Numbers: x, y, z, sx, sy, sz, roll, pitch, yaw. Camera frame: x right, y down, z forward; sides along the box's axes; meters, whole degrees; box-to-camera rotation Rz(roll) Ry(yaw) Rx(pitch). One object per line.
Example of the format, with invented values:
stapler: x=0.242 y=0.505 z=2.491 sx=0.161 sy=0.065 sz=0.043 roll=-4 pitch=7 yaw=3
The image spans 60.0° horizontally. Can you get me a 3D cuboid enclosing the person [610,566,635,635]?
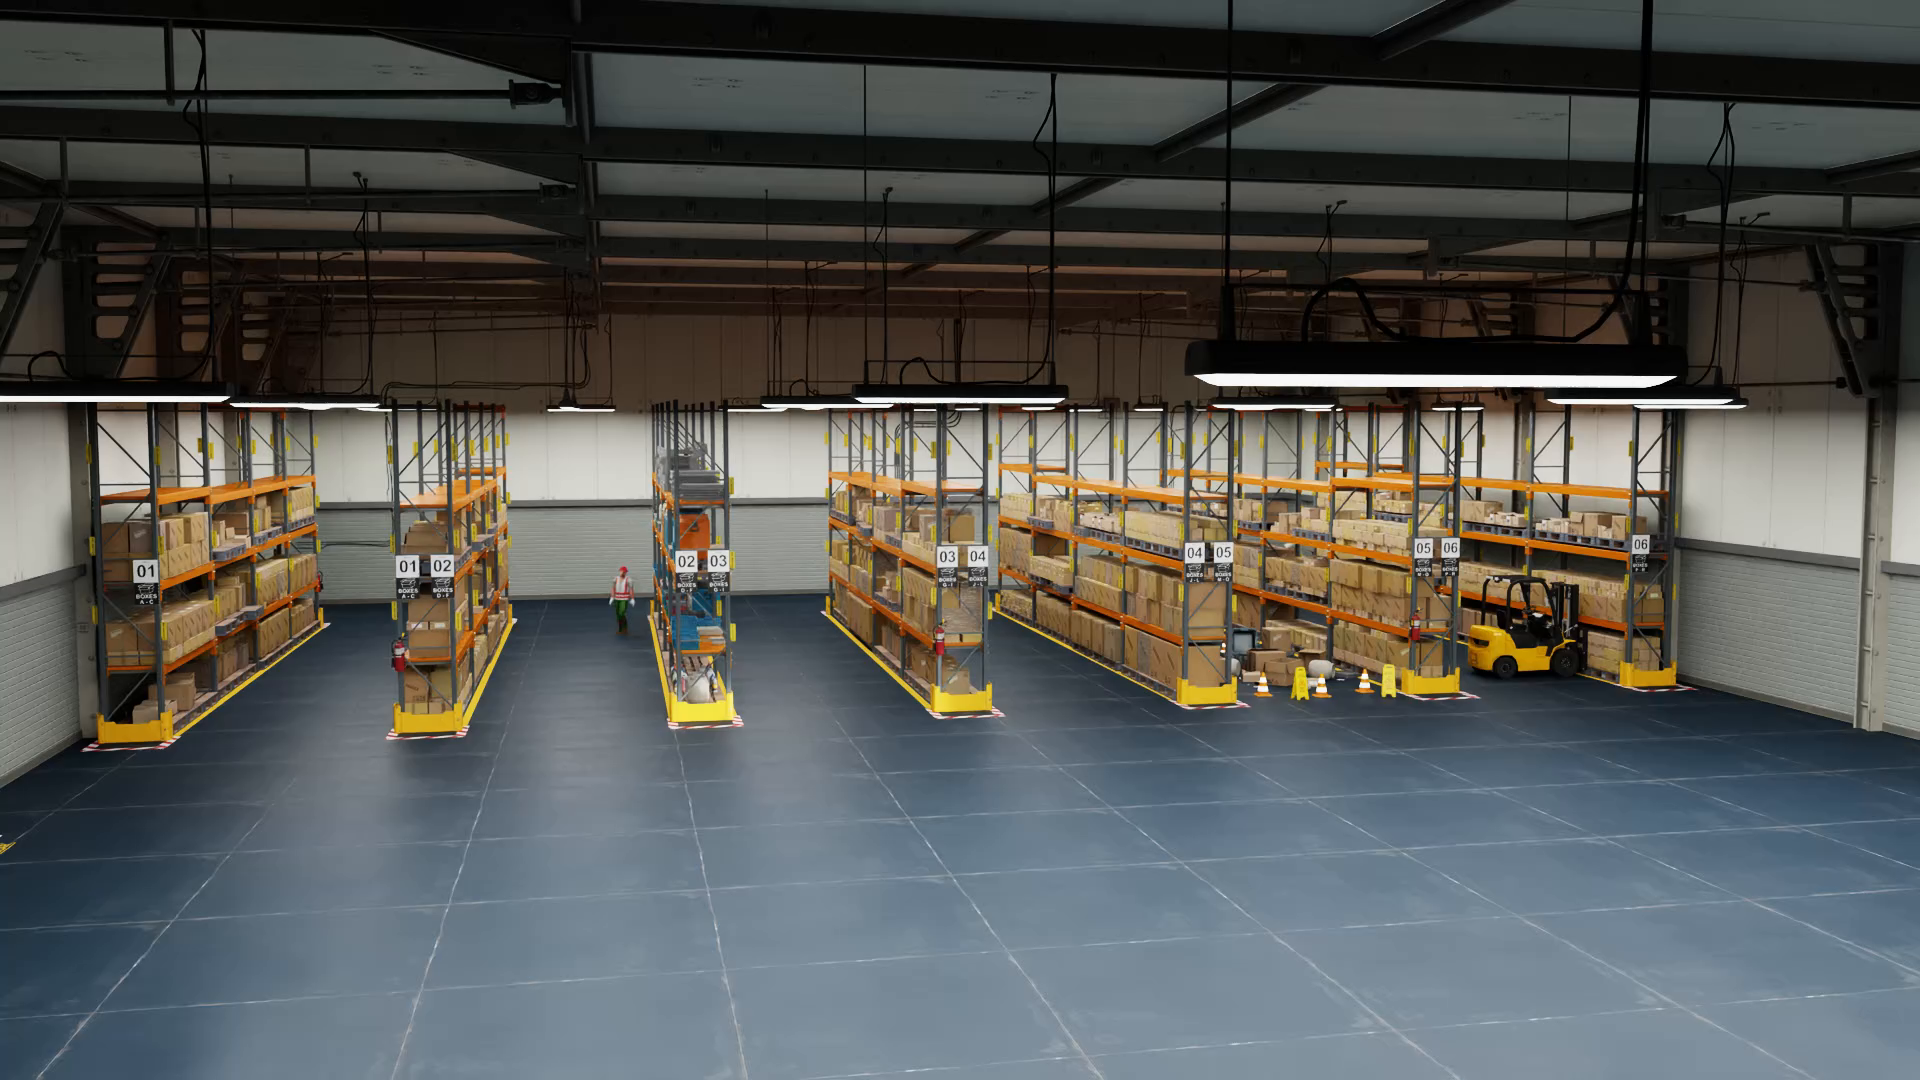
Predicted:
person: x=-8.779 y=1.576 z=43.084 sx=0.595 sy=1.794 sz=0.483 roll=2 pitch=5 yaw=25

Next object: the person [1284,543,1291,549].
person: x=10.251 y=0.946 z=51.895 sx=0.989 sy=1.734 sz=0.549 roll=-1 pitch=4 yaw=-16

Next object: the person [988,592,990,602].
person: x=0.463 y=1.766 z=40.884 sx=0.587 sy=1.707 sz=1.084 roll=-1 pitch=4 yaw=-9

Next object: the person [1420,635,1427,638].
person: x=10.525 y=2.037 z=38.115 sx=0.537 sy=1.645 sz=0.522 roll=-1 pitch=4 yaw=-13
